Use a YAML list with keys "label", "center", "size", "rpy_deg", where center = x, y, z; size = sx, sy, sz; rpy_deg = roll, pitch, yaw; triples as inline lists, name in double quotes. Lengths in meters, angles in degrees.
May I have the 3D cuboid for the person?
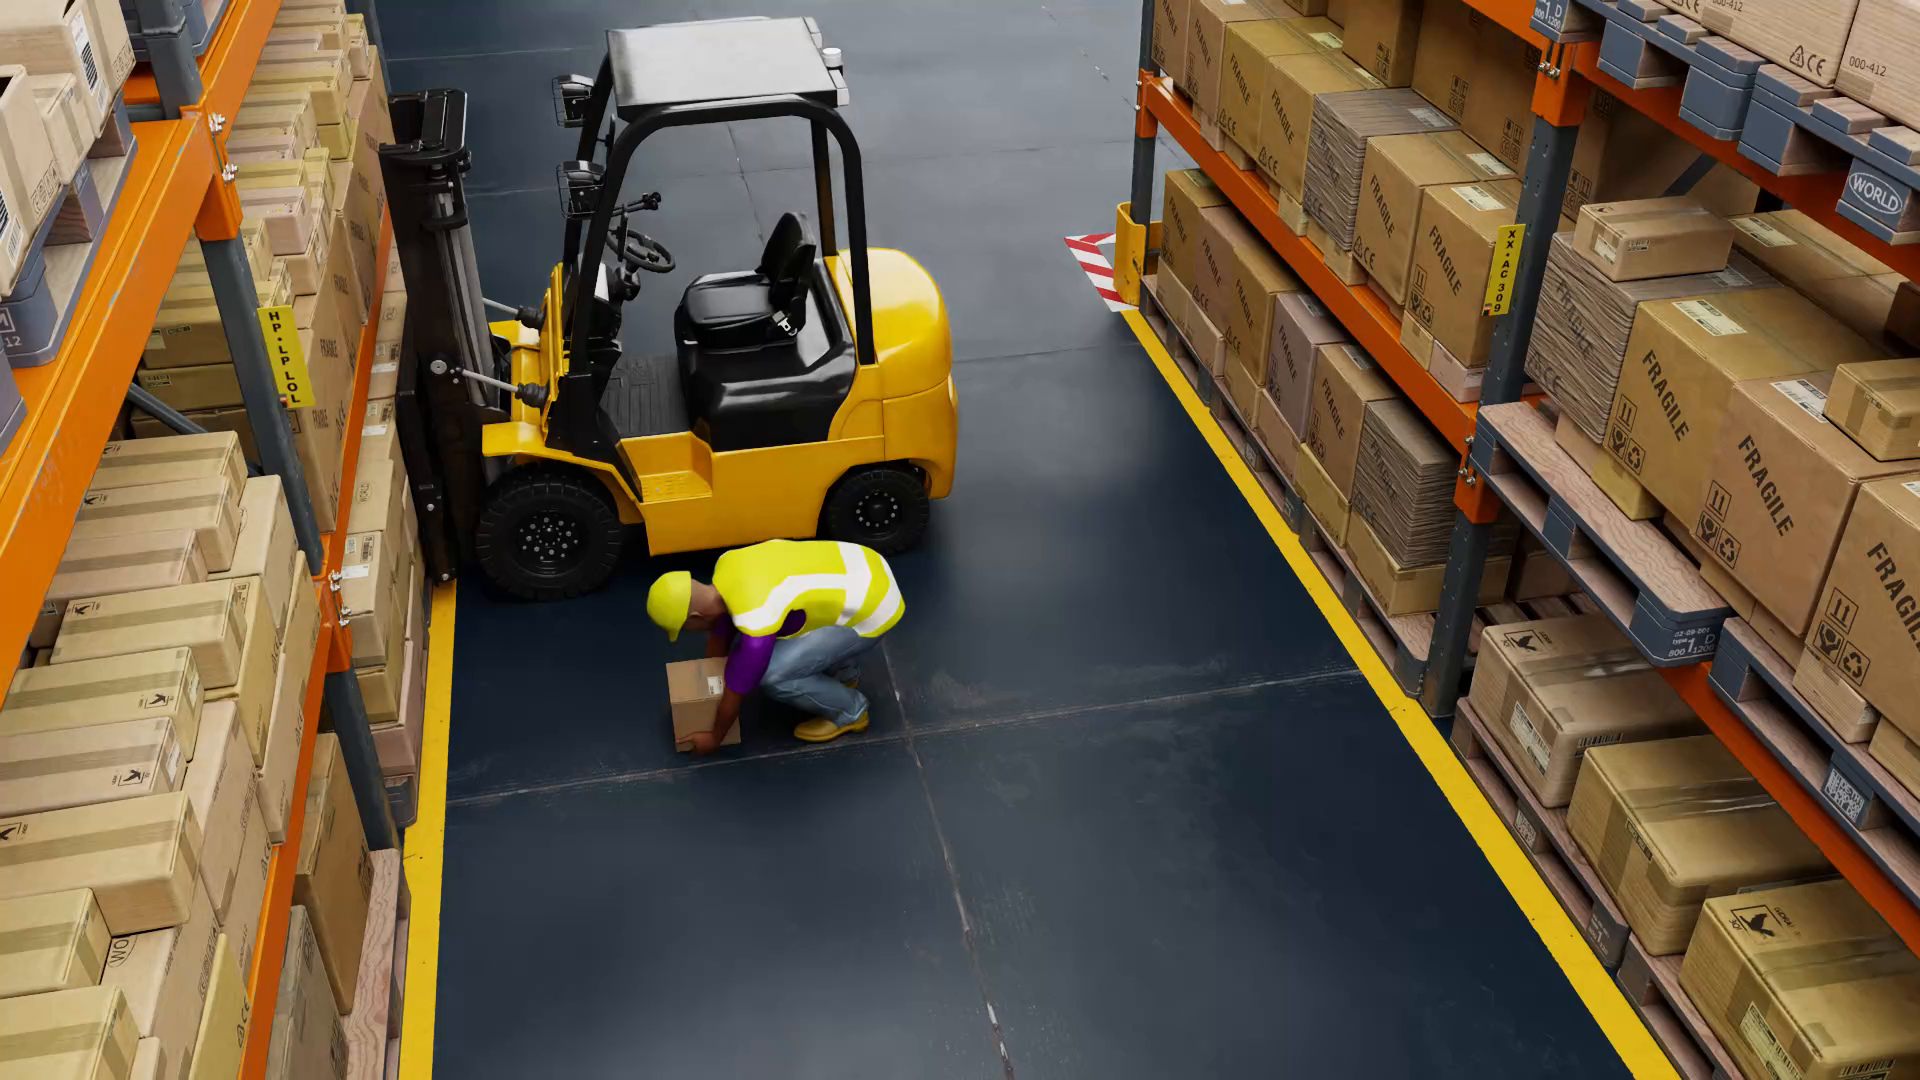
- label: "person"
  center: [-0.696, 0.396, 6.423]
  size: [0.968, 0.810, 0.526]
  rpy_deg: [-8, 35, -12]
